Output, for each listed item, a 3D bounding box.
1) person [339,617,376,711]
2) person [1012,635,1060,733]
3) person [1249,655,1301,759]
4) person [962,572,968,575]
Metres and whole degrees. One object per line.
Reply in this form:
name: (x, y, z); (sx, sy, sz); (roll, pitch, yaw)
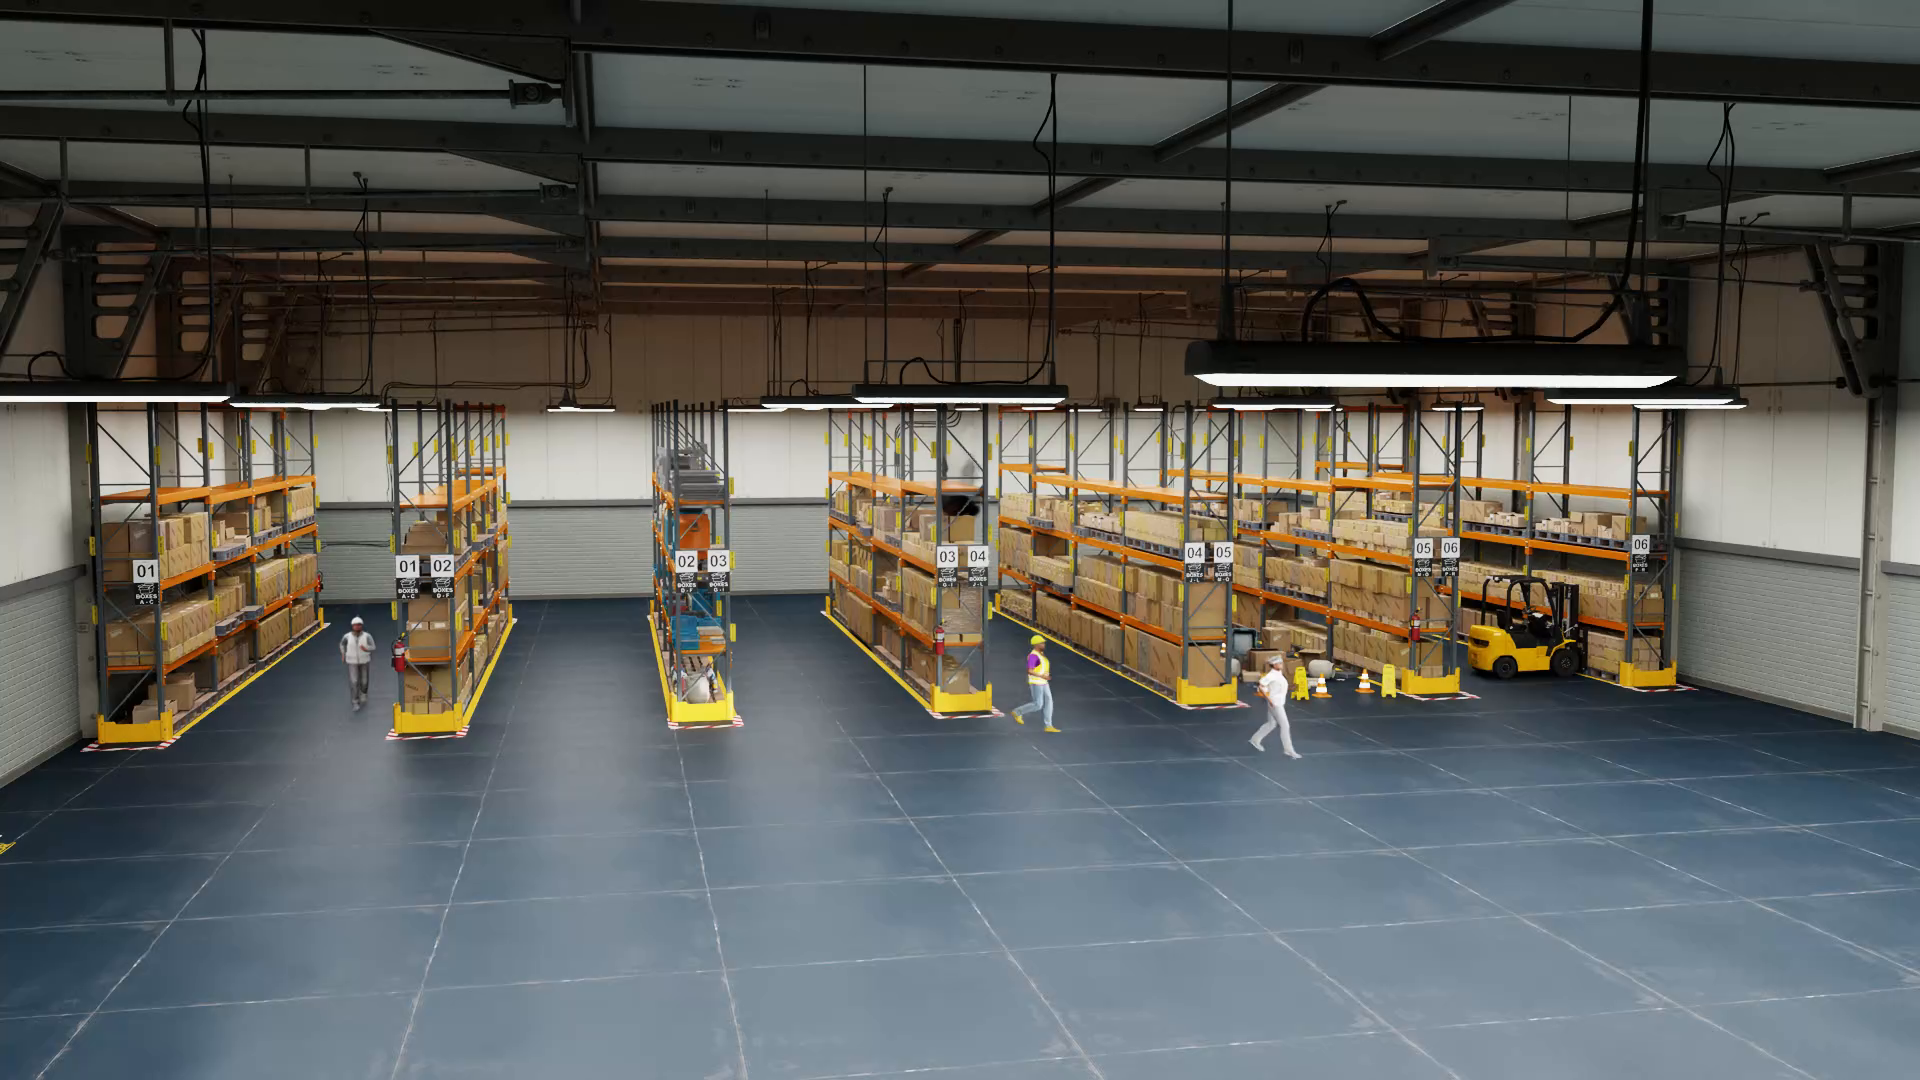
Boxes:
person: (-11.695, 2.379, 32.312); (0.656, 1.758, 0.969); (-2, 5, -22)
person: (1.384, 2.592, 29.987); (0.900, 1.758, 0.704); (2, 5, 21)
person: (5.275, 2.762, 27.803); (0.908, 1.711, 0.566); (2, 5, 22)
person: (-0.169, 1.248, 48.164); (0.760, 1.708, 0.509); (3, 5, 34)
